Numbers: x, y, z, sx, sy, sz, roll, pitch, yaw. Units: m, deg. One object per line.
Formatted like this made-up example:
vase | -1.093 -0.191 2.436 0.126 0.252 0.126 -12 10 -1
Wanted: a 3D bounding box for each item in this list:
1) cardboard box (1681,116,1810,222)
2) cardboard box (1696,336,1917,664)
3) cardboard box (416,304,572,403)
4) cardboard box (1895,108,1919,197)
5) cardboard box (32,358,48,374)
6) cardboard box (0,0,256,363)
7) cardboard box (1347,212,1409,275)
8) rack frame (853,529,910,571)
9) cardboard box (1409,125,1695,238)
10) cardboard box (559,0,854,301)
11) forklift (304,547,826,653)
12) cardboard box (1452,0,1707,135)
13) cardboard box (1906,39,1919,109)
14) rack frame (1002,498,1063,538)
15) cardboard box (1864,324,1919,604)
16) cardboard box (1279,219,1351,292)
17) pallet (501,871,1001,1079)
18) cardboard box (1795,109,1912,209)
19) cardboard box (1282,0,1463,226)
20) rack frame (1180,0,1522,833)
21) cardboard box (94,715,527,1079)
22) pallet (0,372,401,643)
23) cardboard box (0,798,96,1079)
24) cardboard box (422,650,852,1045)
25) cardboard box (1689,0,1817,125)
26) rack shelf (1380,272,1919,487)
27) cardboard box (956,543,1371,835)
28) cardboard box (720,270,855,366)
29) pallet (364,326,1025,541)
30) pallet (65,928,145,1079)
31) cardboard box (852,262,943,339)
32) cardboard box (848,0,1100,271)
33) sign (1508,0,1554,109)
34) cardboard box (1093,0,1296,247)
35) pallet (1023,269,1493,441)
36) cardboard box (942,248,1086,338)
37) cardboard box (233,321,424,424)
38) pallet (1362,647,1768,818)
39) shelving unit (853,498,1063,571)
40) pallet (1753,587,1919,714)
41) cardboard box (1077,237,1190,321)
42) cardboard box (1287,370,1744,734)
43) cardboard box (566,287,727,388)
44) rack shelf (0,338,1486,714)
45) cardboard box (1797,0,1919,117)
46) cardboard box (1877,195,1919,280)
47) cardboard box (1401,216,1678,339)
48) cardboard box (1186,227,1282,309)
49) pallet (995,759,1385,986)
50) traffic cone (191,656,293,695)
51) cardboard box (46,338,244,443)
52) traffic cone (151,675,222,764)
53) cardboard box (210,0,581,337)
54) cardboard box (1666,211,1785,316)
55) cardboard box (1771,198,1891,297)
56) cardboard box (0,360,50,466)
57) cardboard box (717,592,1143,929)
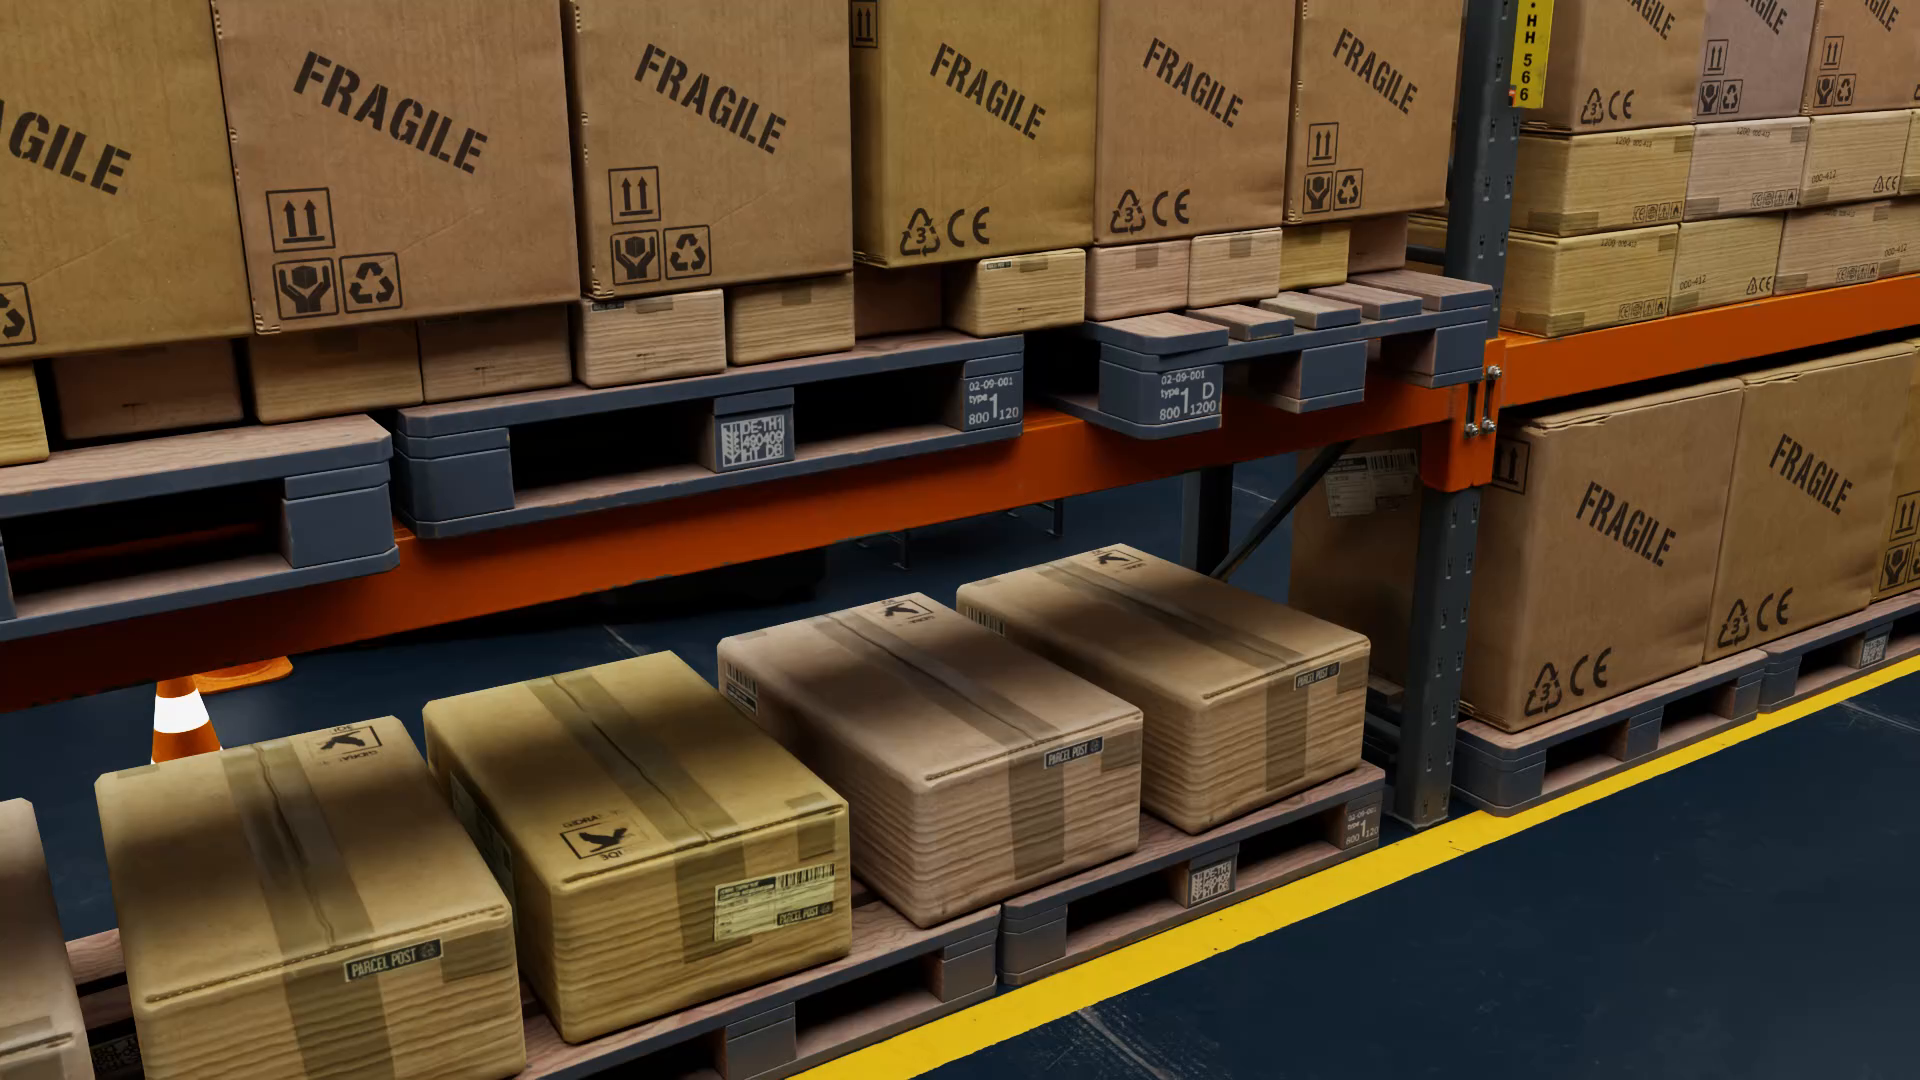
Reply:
cardboard box | 1.984 -1.063 4.660 0.500 0.250 0.500 -11 22 -30
cardboard box | 2.363 -0.231 5.407 0.875 0.875 0.875 -12 22 -31
cardboard box | -0.859 -0.361 2.865 0.250 0.149 0.380 -12 22 -31
cardboard box | 2.838 -1.234 5.164 0.500 0.250 0.500 -11 22 -30
cardboard box | -1.644 -0.420 3.040 0.250 0.149 0.380 -12 22 -32
cardboard box | -1.380 -0.560 2.443 0.500 0.500 0.500 -12 22 -31
cardboard box | 0.849 -0.743 3.995 0.250 0.149 0.380 -11 22 -29
rack frame | -0.311 -0.645 6.310 0.023 1.500 0.400 -12 22 -31
cardboard box | 1.552 -0.973 4.391 0.500 0.250 0.500 -12 22 -32
cardboard box | -0.537 -0.737 2.966 0.500 0.500 0.500 -13 23 -34
forklift | -2.070 -1.196 5.705 3.031 2.935 1.130 -5 19 -15
cardboard box | 1.540 -1.326 4.266 0.500 0.500 0.500 -13 22 -33
cardboard box | 2.812 -1.591 5.050 0.500 0.500 0.500 -12 22 -31
rack frame | 0.300 -0.774 6.692 0.023 1.500 0.400 -12 22 -31
cardboard box | 3.110 -0.389 5.873 0.875 0.875 0.875 -11 22 -30
cardboard box | 0.665 -0.676 3.798 0.250 0.149 0.380 -12 22 -31
pallet | -0.678 0.888 3.788 1.213 0.211 1.003 -12 22 -31
cardboard box | 2.408 -1.148 4.910 0.500 0.250 0.500 -12 22 -32
cardboard box | 0.766 -1.016 3.791 0.500 0.500 0.500 -13 22 -33
rack frame | 0.993 -0.784 4.379 0.127 3.000 1.000 -12 22 -31
cardboard box | -1.312 0.746 3.301 0.625 0.372 0.950 -10 21 -28
pallet | -1.629 -0.084 2.609 1.213 0.211 1.003 -12 22 -31
cardboard box | -1.911 0.874 2.924 0.625 0.372 0.950 -12 22 -31
cardboard box | -0.733 0.623 3.665 0.625 0.372 0.950 -11 22 -30
cardboard box | 1.949 -1.416 4.532 0.500 0.500 0.500 -12 22 -31
rack shelf | 2.664 -0.795 5.536 4.000 0.370 1.077 -12 22 -31
cardboard box | 0.516 0.359 4.446 0.625 0.372 0.950 -14 23 -35
cardboard box | -0.402 -0.449 3.125 0.250 0.149 0.380 -13 22 -33
pallet | -0.638 -0.333 3.346 1.213 0.211 1.003 -12 22 -31
pallet | -1.698 1.104 3.148 1.213 0.211 1.003 -12 22 -31
cardboard box | -0.237 -0.515 3.321 0.250 0.149 0.380 -12 22 -31
cardboard box | -0.080 -0.833 3.249 0.500 0.500 0.500 -14 23 -35
sign | 1.300 -1.151 3.782 0.005 0.325 0.100 -12 22 -31
cardboard box | 0.341 -0.922 3.513 0.500 0.500 0.500 -12 22 -32
pallet | 0.457 -0.539 3.954 1.003 0.211 1.213 -12 22 -31
cardboard box | 0.042 -0.525 3.352 0.250 0.149 0.380 -11 22 -30
cardboard box | -1.066 -0.318 2.738 0.250 0.149 0.380 -12 22 -31
pallet | 1.693 0.419 5.177 1.213 0.211 1.003 -12 22 -31
shelving unit | -0.006 -0.709 6.501 0.755 1.500 0.431 -12 22 -31
pallet | 2.711 0.205 5.808 1.213 0.211 1.003 -12 22 -31
cardboard box | 0.264 -0.578 3.506 0.250 0.149 0.380 -13 23 -34
cardboard box | 1.616 -0.075 4.946 0.875 0.875 0.875 -12 22 -32
cardboard box | -0.608 -0.394 2.963 0.250 0.149 0.380 -11 22 -29
rack shelf | -0.677 -0.090 3.452 4.000 0.370 1.077 -12 22 -31
cardboard box | 2.389 -1.503 4.790 0.500 0.500 0.500 -11 22 -30
cardboard box | 2.811 -1.005 5.269 0.500 0.250 0.500 -12 22 -31
cardboard box | 1.540 -0.731 4.459 0.500 0.250 0.500 -12 22 -32
cardboard box | 0.479 -0.620 3.631 0.250 0.149 0.380 -12 22 -32
pallet | 0.340 0.675 4.419 1.213 0.211 1.003 -12 22 -31
traffic cone | -2.390 0.211 5.397 0.334 0.463 0.336 -12 22 -31
cardboard box | -1.304 -0.284 2.637 0.250 0.149 0.380 -10 21 -28
traffic cone | -2.082 0.530 4.455 0.334 0.463 0.336 -12 22 -31
cardboard box | -0.960 -0.644 2.689 0.500 0.500 0.500 -12 22 -32
cardboard box | 1.959 -0.827 4.740 0.500 0.250 0.500 -13 22 -33
cardboard box | 2.401 -0.917 5.009 0.500 0.250 0.500 -11 22 -30
cardboard box | -1.499 -0.213 2.429 0.250 0.149 0.380 -11 22 -30
cardboard box | -0.096 0.491 4.055 0.625 0.372 0.950 -12 22 -32
